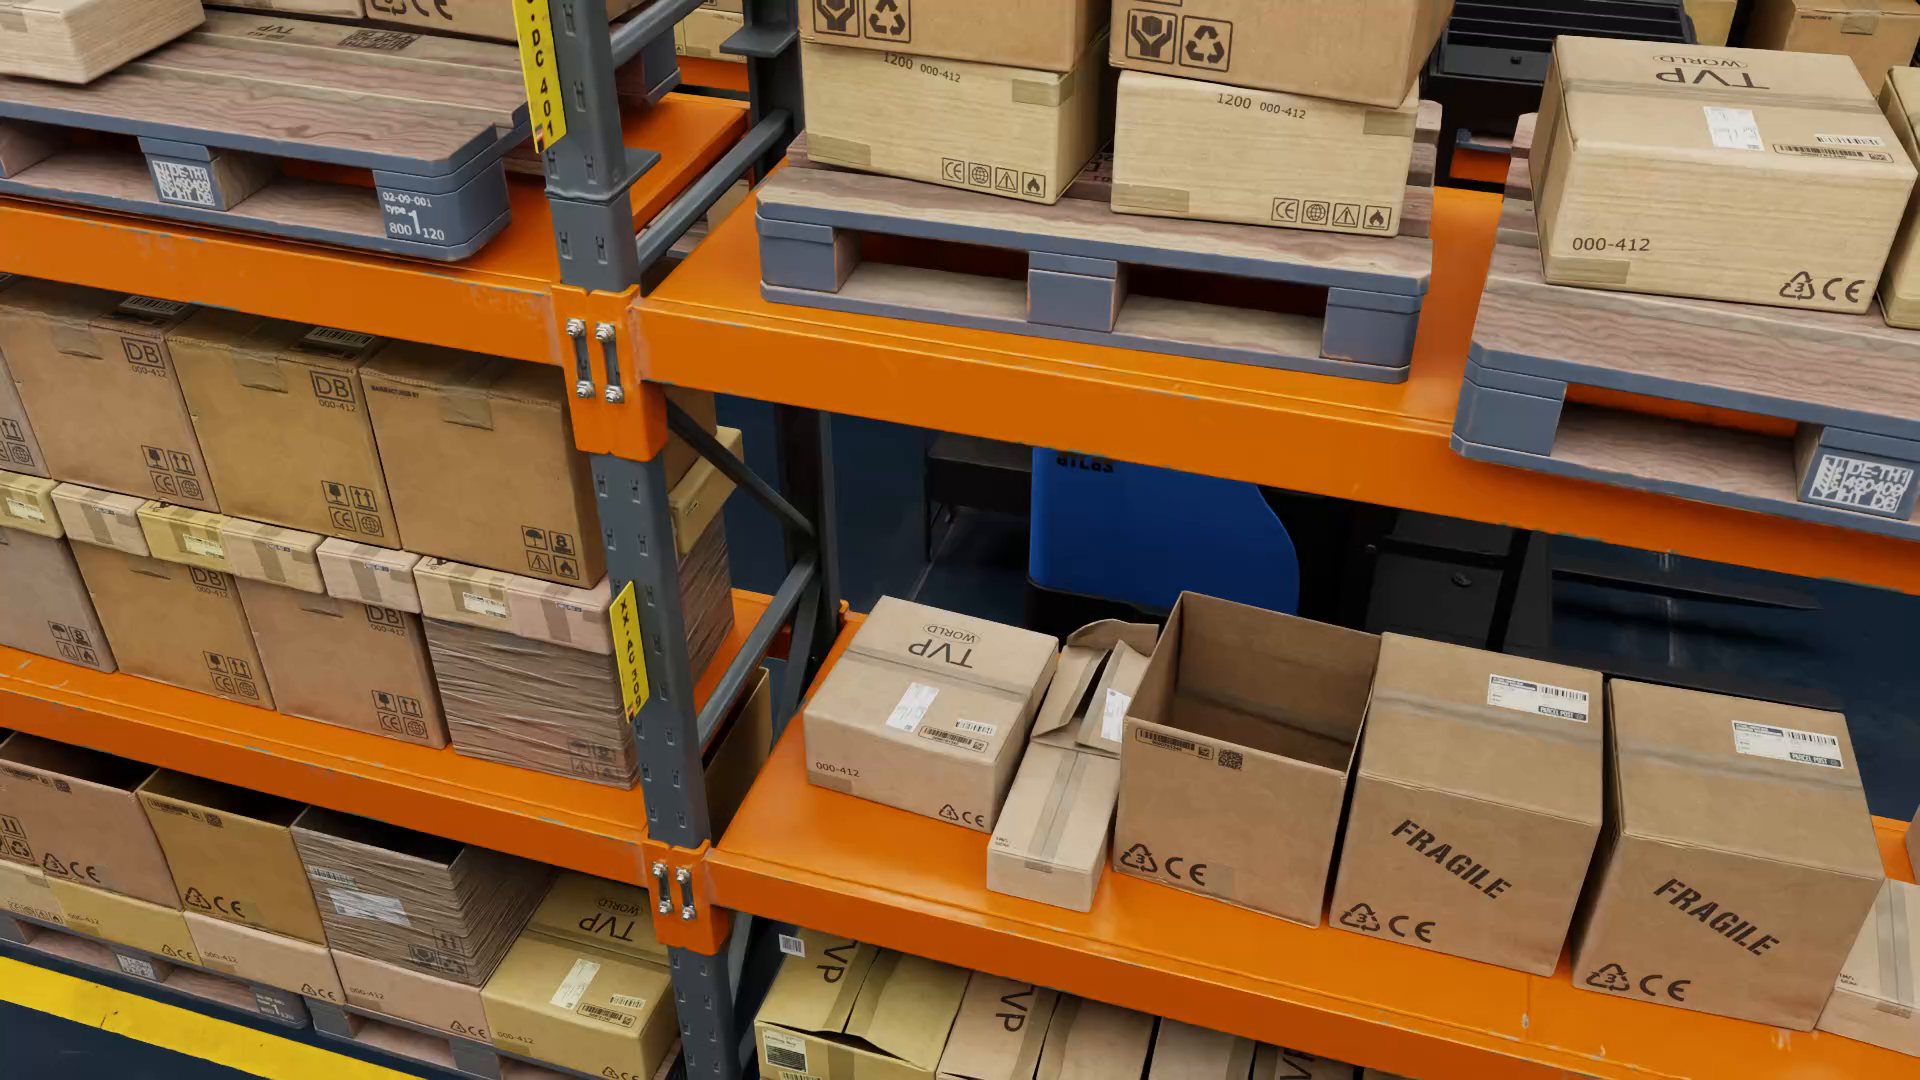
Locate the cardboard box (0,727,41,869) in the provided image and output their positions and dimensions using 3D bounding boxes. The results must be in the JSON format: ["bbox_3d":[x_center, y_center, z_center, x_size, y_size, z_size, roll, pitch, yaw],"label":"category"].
[{"bbox_3d":[-2.962,0.630,5.197,0.500,0.500,0.500,10,38,14],"label":"cardboard box"}]

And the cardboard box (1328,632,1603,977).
[{"bbox_3d":[1.161,0.598,3.823,0.500,0.500,0.500,11,38,14],"label":"cardboard box"}]

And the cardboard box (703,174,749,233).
[{"bbox_3d":[-1.030,-1.938,9.090,0.500,0.500,0.700,8,37,11],"label":"cardboard box"}]

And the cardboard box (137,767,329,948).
[{"bbox_3d":[-2.008,0.808,4.954,0.500,0.500,0.500,10,38,14],"label":"cardboard box"}]

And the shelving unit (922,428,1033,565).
[{"bbox_3d":[0.143,-0.816,6.587,0.503,2.100,0.431,9,37,12],"label":"shelving unit"}]

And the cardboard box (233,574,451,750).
[{"bbox_3d":[-1.479,0.107,4.490,0.500,0.500,0.700,10,38,13],"label":"cardboard box"}]

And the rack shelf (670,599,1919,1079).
[{"bbox_3d":[1.361,0.955,4.030,4.000,0.370,1.077,10,38,14],"label":"rack shelf"}]

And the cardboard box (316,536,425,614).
[{"bbox_3d":[-1.358,-0.007,4.097,0.250,0.149,0.380,9,37,13],"label":"cardboard box"}]

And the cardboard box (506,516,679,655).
[{"bbox_3d":[-0.872,0.083,3.975,0.250,0.149,0.380,10,38,14],"label":"cardboard box"}]

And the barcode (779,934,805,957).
[{"bbox_3d":[-0.429,1.035,4.241,0.075,0.075,0.001,10,38,14],"label":"barcode"}]

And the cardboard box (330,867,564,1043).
[{"bbox_3d":[-1.530,1.197,5.058,0.500,0.250,0.500,10,38,14],"label":"cardboard box"}]

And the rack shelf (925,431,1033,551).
[{"bbox_3d":[0.143,-0.241,7.010,0.480,0.518,0.431,9,37,12],"label":"rack shelf"}]

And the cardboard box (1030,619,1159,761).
[{"bbox_3d":[0.346,0.417,4.266,0.258,0.266,0.396,10,37,13],"label":"cardboard box"}]

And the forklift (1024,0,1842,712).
[{"bbox_3d":[1.833,-0.815,5.884,3.031,2.935,1.130,9,37,12],"label":"forklift"}]

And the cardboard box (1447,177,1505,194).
[{"bbox_3d":[2.552,-1.678,8.105,0.500,0.250,0.500,9,37,13],"label":"cardboard box"}]

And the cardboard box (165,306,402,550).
[{"bbox_3d":[-1.456,-0.415,4.104,0.500,0.500,0.700,10,38,14],"label":"cardboard box"}]

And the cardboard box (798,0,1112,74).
[{"bbox_3d":[0.029,-1.176,2.927,0.500,0.500,0.500,11,38,14],"label":"cardboard box"}]

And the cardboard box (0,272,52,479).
[{"bbox_3d":[-2.411,-0.592,4.346,0.500,0.500,0.700,11,38,14],"label":"cardboard box"}]

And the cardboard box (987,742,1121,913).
[{"bbox_3d":[0.237,0.685,4.001,0.250,0.149,0.380,10,38,14],"label":"cardboard box"}]

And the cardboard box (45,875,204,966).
[{"bbox_3d":[-2.489,1.029,5.286,0.500,0.250,0.500,10,38,14],"label":"cardboard box"}]

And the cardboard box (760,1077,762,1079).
[{"bbox_3d":[-0.237,1.461,4.700,0.500,0.250,0.500,10,37,13],"label":"cardboard box"}]

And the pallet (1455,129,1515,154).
[{"bbox_3d":[2.842,-2.035,7.646,1.213,0.211,1.003,10,38,14],"label":"pallet"}]

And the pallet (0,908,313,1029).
[{"bbox_3d":[-2.463,1.055,5.638,1.213,0.211,1.003,10,38,14],"label":"pallet"}]

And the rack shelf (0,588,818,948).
[{"bbox_3d":[-2.457,0.248,4.990,4.000,0.370,1.077,10,38,14],"label":"rack shelf"}]

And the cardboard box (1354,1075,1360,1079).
[{"bbox_3d":[1.231,1.733,4.331,0.500,0.250,0.500,11,38,15],"label":"cardboard box"}]

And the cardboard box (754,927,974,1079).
[{"bbox_3d":[-0.228,1.238,4.530,0.500,0.311,0.500,11,38,14],"label":"cardboard box"}]

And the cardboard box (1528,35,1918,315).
[{"bbox_3d":[1.259,-0.633,2.821,0.500,0.250,0.500,7,37,10],"label":"cardboard box"}]

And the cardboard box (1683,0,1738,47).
[{"bbox_3d":[3.096,-2.288,7.372,0.500,0.500,0.700,10,38,14],"label":"cardboard box"}]

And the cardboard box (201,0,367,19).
[{"bbox_3d":[-1.466,-1.420,3.721,0.500,0.311,0.500,9,37,11],"label":"cardboard box"}]

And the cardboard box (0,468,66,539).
[{"bbox_3d":[-2.337,-0.188,4.343,0.250,0.149,0.380,12,38,15],"label":"cardboard box"}]

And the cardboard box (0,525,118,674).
[{"bbox_3d":[-2.446,-0.074,4.736,0.500,0.500,0.700,12,38,15],"label":"cardboard box"}]

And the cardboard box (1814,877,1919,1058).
[{"bbox_3d":[2.036,0.926,3.673,0.250,0.149,0.380,13,38,17],"label":"cardboard box"}]

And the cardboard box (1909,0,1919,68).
[{"bbox_3d":[4.292,-2.080,7.090,0.500,0.500,0.700,6,37,8],"label":"cardboard box"}]

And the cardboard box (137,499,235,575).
[{"bbox_3d":[-1.842,-0.098,4.221,0.250,0.149,0.380,10,38,14],"label":"cardboard box"}]

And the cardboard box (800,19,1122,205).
[{"bbox_3d":[0.037,-0.891,3.172,0.500,0.250,0.500,14,39,19],"label":"cardboard box"}]

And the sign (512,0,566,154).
[{"bbox_3d":[-0.712,-0.823,2.804,0.005,0.325,0.100,10,38,14],"label":"sign"}]

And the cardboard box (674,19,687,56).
[{"bbox_3d":[-1.537,-2.704,8.503,0.500,0.250,0.500,10,38,13],"label":"cardboard box"}]

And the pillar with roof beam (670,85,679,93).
[{"bbox_3d":[-3.250,-3.545,4.475,0.400,9.000,9.100,10,38,14],"label":"pillar with roof beam"}]

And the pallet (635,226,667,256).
[{"bbox_3d":[-2.055,-1.899,9.652,1.213,0.211,1.003,10,38,14],"label":"pallet"}]

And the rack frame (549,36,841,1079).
[{"bbox_3d":[-0.548,0.311,4.297,0.127,3.000,1.000,10,38,14],"label":"rack frame"}]

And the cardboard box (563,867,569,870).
[{"bbox_3d":[-1.376,0.905,5.456,0.500,0.250,0.500,10,38,14],"label":"cardboard box"}]

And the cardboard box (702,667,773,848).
[{"bbox_3d":[-0.897,0.688,5.117,0.500,0.500,0.500,10,38,14],"label":"cardboard box"}]

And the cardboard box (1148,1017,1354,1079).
[{"bbox_3d":[0.743,1.420,4.283,0.500,0.311,0.500,9,37,12],"label":"cardboard box"}]

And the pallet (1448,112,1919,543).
[{"bbox_3d":[1.527,-0.379,2.863,1.213,0.211,1.003,12,38,16],"label":"pallet"}]

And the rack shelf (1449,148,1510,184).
[{"bbox_3d":[2.834,-1.849,7.838,4.000,0.370,1.077,10,38,14],"label":"rack shelf"}]
